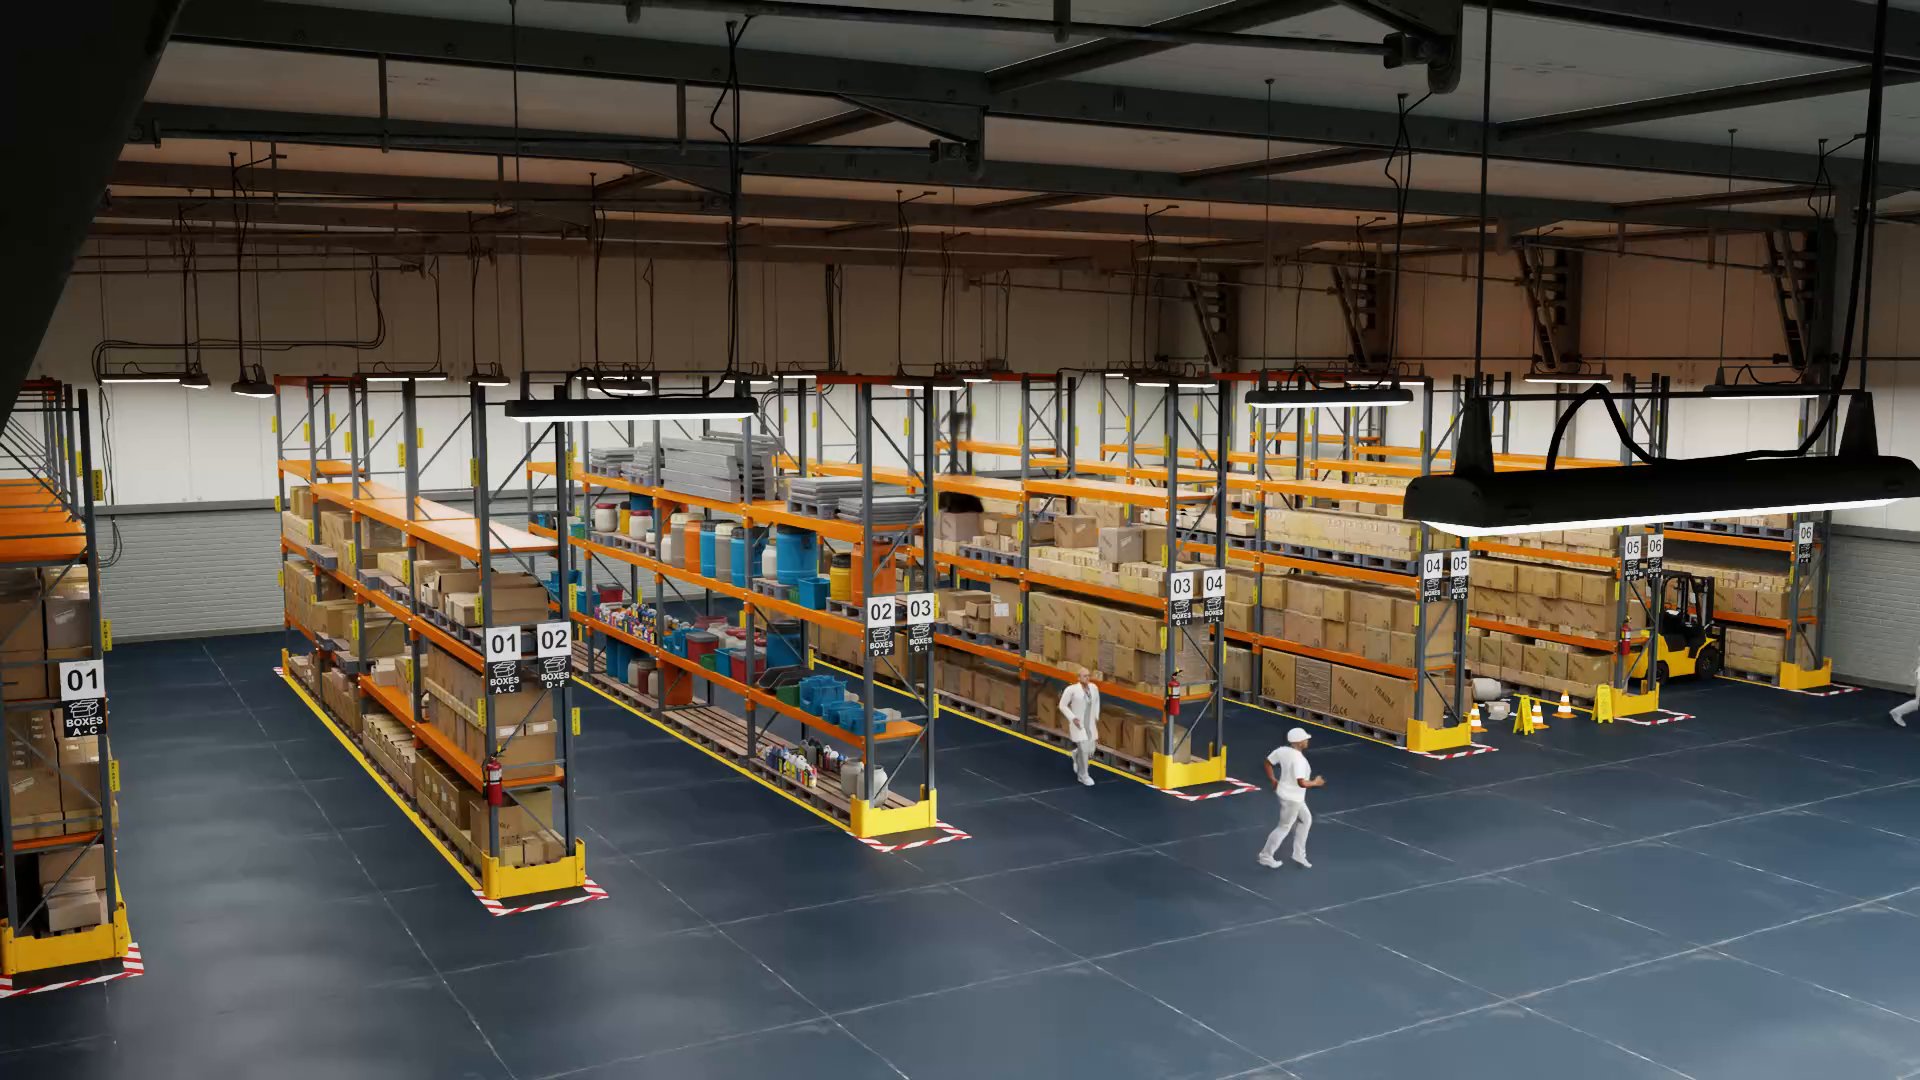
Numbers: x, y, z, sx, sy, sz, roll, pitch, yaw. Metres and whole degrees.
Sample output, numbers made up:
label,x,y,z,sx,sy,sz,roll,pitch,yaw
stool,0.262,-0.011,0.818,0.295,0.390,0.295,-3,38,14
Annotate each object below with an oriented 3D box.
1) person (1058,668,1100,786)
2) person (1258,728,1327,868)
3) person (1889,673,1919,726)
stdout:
label,x,y,z,sx,sy,sz,roll,pitch,yaw
person,1.779,2.759,24.855,0.721,1.746,0.681,-3,7,-27
person,4.097,3.217,20.533,0.827,1.812,0.628,0,6,-2
person,16.357,2.448,28.167,1.023,1.719,0.702,5,8,41
